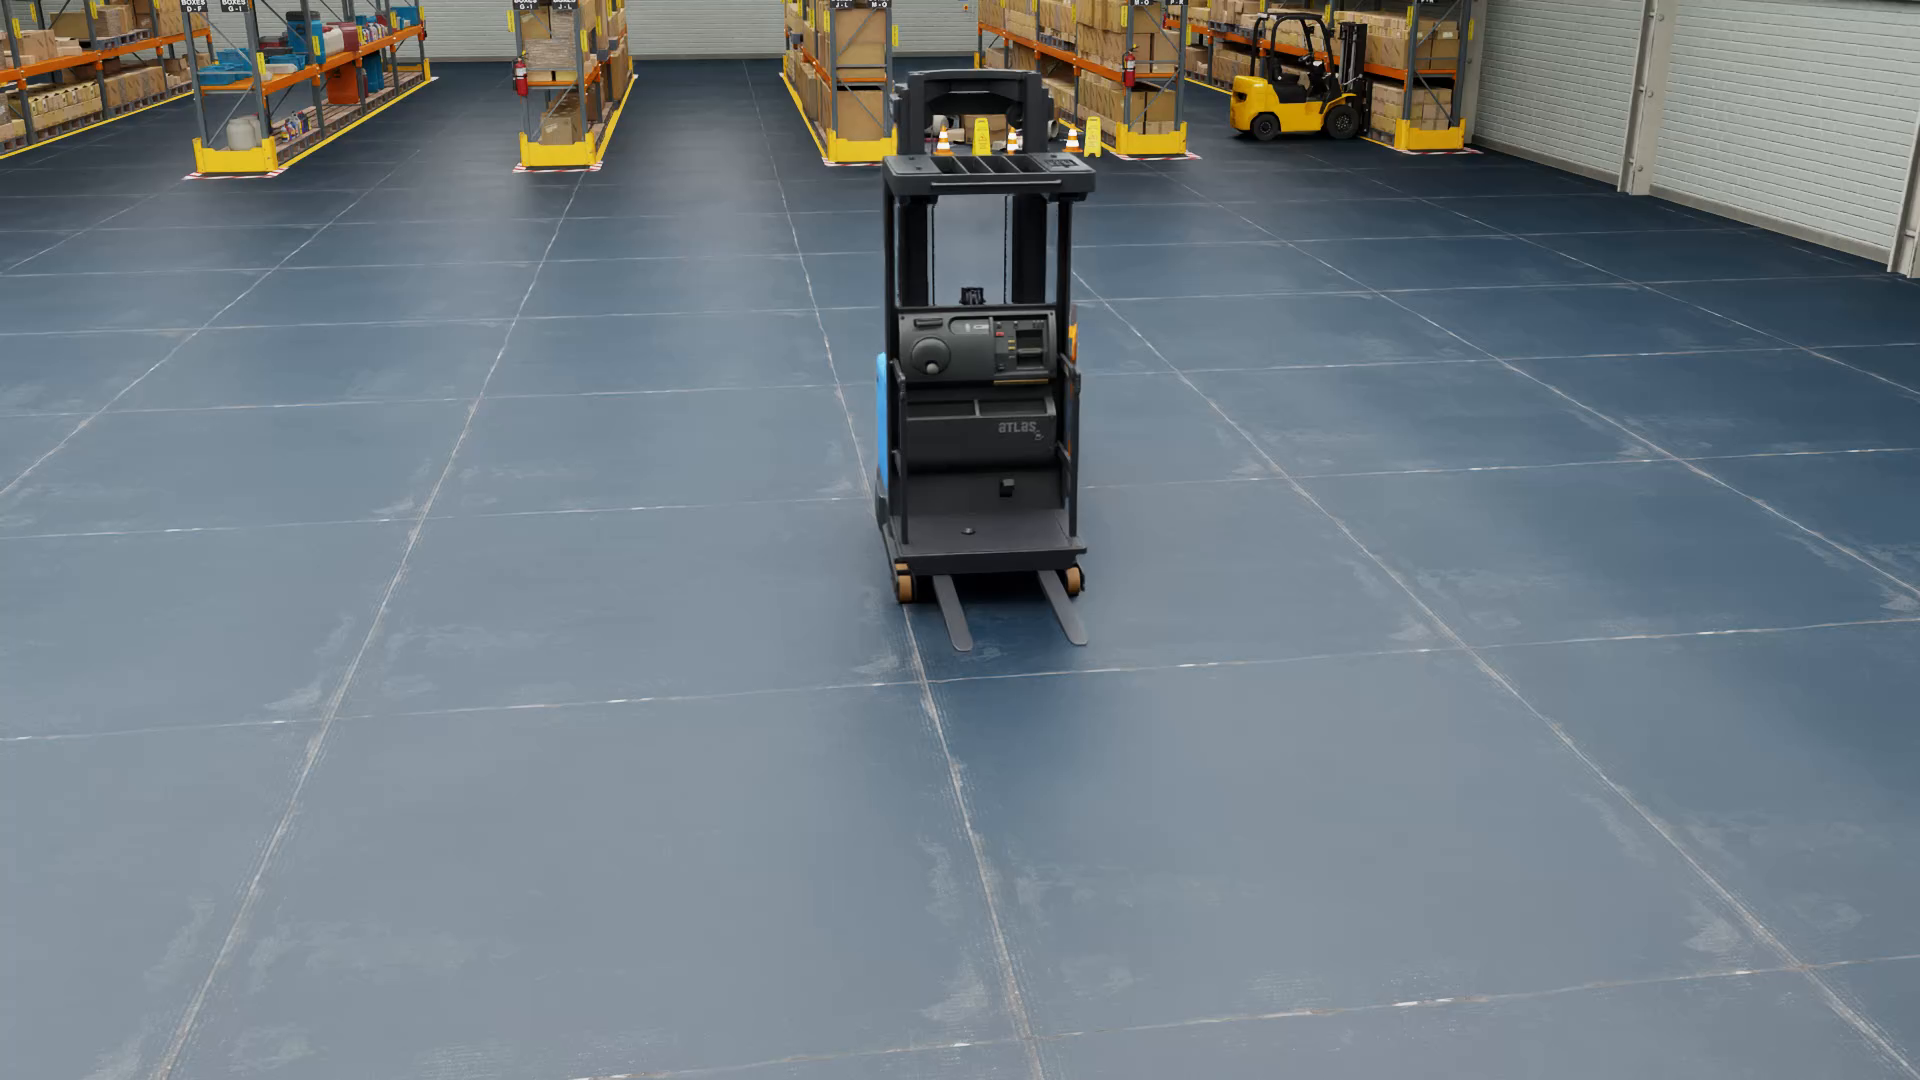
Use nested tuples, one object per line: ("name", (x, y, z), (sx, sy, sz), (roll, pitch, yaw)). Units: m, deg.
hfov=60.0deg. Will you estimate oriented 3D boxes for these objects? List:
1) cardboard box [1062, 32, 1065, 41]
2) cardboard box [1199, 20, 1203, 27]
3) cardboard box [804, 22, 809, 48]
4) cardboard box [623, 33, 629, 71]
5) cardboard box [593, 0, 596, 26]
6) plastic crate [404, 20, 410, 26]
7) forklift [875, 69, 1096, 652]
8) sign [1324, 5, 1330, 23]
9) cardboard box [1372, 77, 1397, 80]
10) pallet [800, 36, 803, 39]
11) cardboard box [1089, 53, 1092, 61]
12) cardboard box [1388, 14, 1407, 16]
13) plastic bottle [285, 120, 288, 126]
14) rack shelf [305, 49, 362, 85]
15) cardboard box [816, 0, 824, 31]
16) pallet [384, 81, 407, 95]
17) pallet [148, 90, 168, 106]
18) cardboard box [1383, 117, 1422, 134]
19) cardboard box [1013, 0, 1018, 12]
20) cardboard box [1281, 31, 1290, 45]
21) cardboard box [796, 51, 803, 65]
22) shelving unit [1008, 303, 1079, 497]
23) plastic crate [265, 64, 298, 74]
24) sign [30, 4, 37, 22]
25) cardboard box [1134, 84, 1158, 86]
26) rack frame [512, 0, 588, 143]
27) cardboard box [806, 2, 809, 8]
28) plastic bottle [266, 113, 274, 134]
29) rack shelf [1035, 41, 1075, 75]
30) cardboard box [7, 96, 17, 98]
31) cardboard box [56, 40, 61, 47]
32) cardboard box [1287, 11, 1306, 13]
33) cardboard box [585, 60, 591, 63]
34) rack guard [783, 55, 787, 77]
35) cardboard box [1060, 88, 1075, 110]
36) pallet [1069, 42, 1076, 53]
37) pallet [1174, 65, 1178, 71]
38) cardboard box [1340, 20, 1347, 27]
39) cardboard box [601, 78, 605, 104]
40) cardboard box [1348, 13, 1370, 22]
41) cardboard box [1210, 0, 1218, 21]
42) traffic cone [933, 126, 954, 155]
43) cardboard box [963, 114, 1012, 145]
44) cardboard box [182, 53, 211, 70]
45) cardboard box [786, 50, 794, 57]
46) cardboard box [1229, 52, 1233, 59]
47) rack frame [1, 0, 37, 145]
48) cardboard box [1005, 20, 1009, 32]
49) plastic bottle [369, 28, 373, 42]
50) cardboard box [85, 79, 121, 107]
("cardboard box", (2.219, -9.912, 32.726), (0.380, 0.149, 0.250), (-3, 21, -7))
("cardboard box", (6.041, -12.580, 40.471), (0.380, 0.149, 0.250), (-2, 21, -6))
("cardboard box", (-2.887, -10.203, 33.604), (0.500, 0.500, 0.500), (-3, 21, -8))
("cardboard box", (-8.665, -12.040, 41.101), (0.875, 0.875, 0.875), (-3, 21, -8))
("cardboard box", (-6.770, -9.414, 29.637), (0.500, 0.500, 0.500), (-3, 21, -8))
("plastic crate", (-13.441, -12.438, 40.021), (0.396, 0.136, 0.243), (-3, 21, -8))
("forklift", (0.134, -1.133, 9.561), (1.130, 2.935, 3.031), (-3, 21, -7))
("sign", (7.075, -10.127, 32.002), (0.100, 0.325, 0.005), (-3, 21, -8))
("cardboard box", (8.021, -8.519, 31.138), (0.500, 0.250, 0.500), (-3, 21, -7))
("pallet", (-3.087, -11.095, 36.409), (1.003, 0.211, 1.213), (-3, 21, -8))
("cardboard box", (2.585, -8.895, 30.605), (0.380, 0.149, 0.250), (-2, 21, -6))
("cardboard box", (8.109, -9.602, 30.644), (0.380, 0.149, 0.250), (-3, 21, -8))
("plastic bottle", (-11.642, -7.136, 28.789), (0.061, 0.283, 0.133), (-3, 21, -8))
("rack shelf", (-12.296, -9.007, 31.572), (1.077, 0.370, 4.000), (-3, 21, -8))
("cardboard box", (-2.165, -9.563, 30.276), (0.875, 0.550, 0.550), (-3, 21, -8))
("pallet", (-13.306, -10.368, 38.173), (1.003, 0.211, 1.213), (-3, 21, -8))
("pallet", (-17.909, -9.587, 36.082), (1.003, 0.211, 1.213), (-3, 21, -8))
("cardboard box", (7.807, -7.323, 29.366), (0.500, 0.250, 0.500), (-3, 21, -7))
("cardboard box", (1.496, -12.171, 37.443), (0.500, 0.500, 0.500), (-3, 21, -9))
("cardboard box", (7.005, -10.449, 34.620), (0.500, 0.250, 0.500), (-4, 21, -10))
("cardboard box", (-3.413, -10.810, 37.272), (0.500, 0.250, 0.500), (-2, 21, -6))
("shelving unit", (0.551, -1.014, 11.824), (0.538, 1.125, 1.048), (2, 21, 5))
("plastic crate", (-11.523, -7.978, 28.168), (0.530, 0.136, 0.437), (-3, 21, -8))
("sign", (-18.022, -10.262, 32.364), (0.100, 0.325, 0.005), (-3, 21, -8))
("cardboard box", (3.286, -7.932, 29.925), (0.500, 0.500, 0.500), (-3, 21, -7))
("rack frame", (-6.530, -7.516, 26.553), (1.000, 3.000, 0.127), (-3, 21, -8))
("cardboard box", (-3.687, -12.226, 38.594), (0.500, 0.500, 0.500), (-3, 21, -8))
("plastic bottle", (-12.160, -7.323, 29.194), (0.144, 0.351, 0.185), (-3, 21, -8))
("rack shelf", (2.411, -9.757, 33.580), (1.077, 0.370, 4.000), (-3, 21, -8))
("cardboard box", (-17.334, -7.880, 30.055), (0.500, 0.311, 0.500), (-2, 21, -6))
("cardboard box", (-17.550, -9.427, 31.796), (0.500, 0.311, 0.500), (-3, 21, -8))
("cardboard box", (7.007, -10.908, 34.564), (0.380, 0.149, 0.250), (-3, 21, -7))
("cardboard box", (-6.583, -8.204, 28.753), (0.380, 0.149, 0.250), (-3, 21, -8))
("rack guard", (-3.903, -12.074, 42.329), (1.175, 0.500, 0.348), (-3, 21, -8))
("cardboard box", (2.515, -8.797, 33.138), (0.950, 0.372, 0.625), (-2, 21, -4))
("pallet", (2.733, -9.583, 32.361), (1.003, 0.211, 1.213), (-3, 21, -8))
("pallet", (6.008, -12.199, 43.076), (1.003, 0.211, 1.213), (-3, 21, -8))
("cardboard box", (7.435, -9.790, 31.571), (0.380, 0.149, 0.250), (-2, 21, -6))
("cardboard box", (-7.567, -9.090, 33.711), (0.700, 0.500, 0.500), (-4, 21, -11))
("cardboard box", (7.471, -9.749, 31.037), (0.380, 0.149, 0.250), (-2, 21, -7))
("cardboard box", (6.306, -12.487, 39.120), (0.700, 0.500, 0.500), (-2, 21, -6))
("traffic cone", (-0.279, -6.799, 28.257), (0.336, 0.463, 0.334), (-3, 21, -8))
("cardboard box", (0.518, -7.327, 29.615), (0.637, 0.503, 0.797), (17, 27, 39))
("cardboard box", (-18.318, -11.417, 39.941), (0.500, 0.500, 0.500), (-3, 21, -8))
("cardboard box", (-4.175, -12.213, 41.751), (0.380, 0.149, 0.250), (-4, 21, -10))
("cardboard box", (6.463, -11.252, 38.600), (0.380, 0.149, 0.250), (-3, 21, -8))
("rack frame", (-16.910, -8.403, 28.927), (1.000, 3.000, 0.127), (-3, 21, -8))
("cardboard box", (1.349, -11.935, 38.598), (0.500, 0.250, 0.500), (-3, 21, -9))
("plastic bottle", (-12.528, -10.741, 35.353), (0.061, 0.283, 0.133), (-3, 21, -8))
("cardboard box", (-17.270, -8.995, 33.456), (0.500, 0.500, 0.500), (-2, 21, -5))
